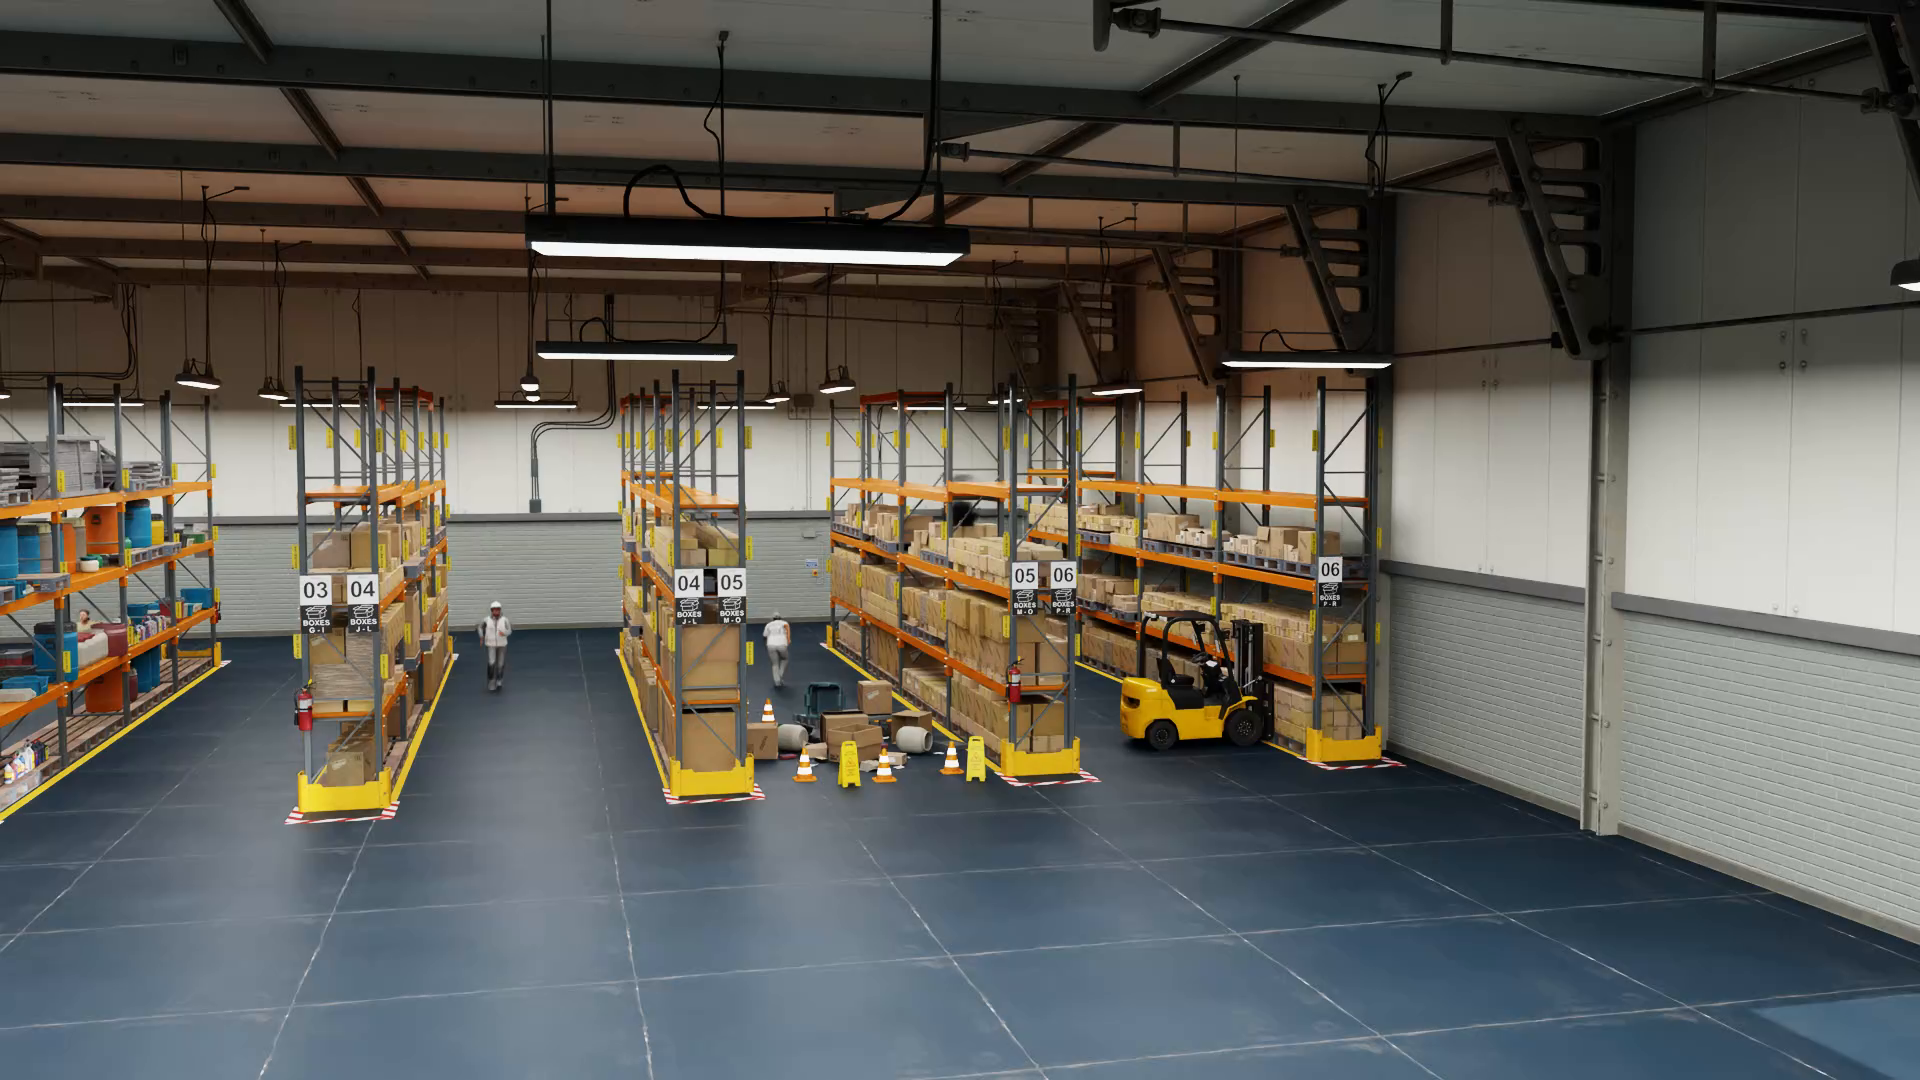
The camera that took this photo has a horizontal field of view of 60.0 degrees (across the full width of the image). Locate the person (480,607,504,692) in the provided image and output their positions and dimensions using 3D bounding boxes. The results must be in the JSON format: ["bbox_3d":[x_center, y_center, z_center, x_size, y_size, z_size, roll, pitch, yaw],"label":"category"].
[{"bbox_3d":[-9.342,2.162,33.278,0.498,1.748,0.708,-1,4,-21],"label":"person"}]

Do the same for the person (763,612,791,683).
[{"bbox_3d":[-3.731,2.194,33.914,0.614,1.381,1.002,0,3,0],"label":"person"}]

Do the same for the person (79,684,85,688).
[{"bbox_3d":[-17.493,2.727,33.320,0.277,0.440,0.741,0,3,-3],"label":"person"}]
